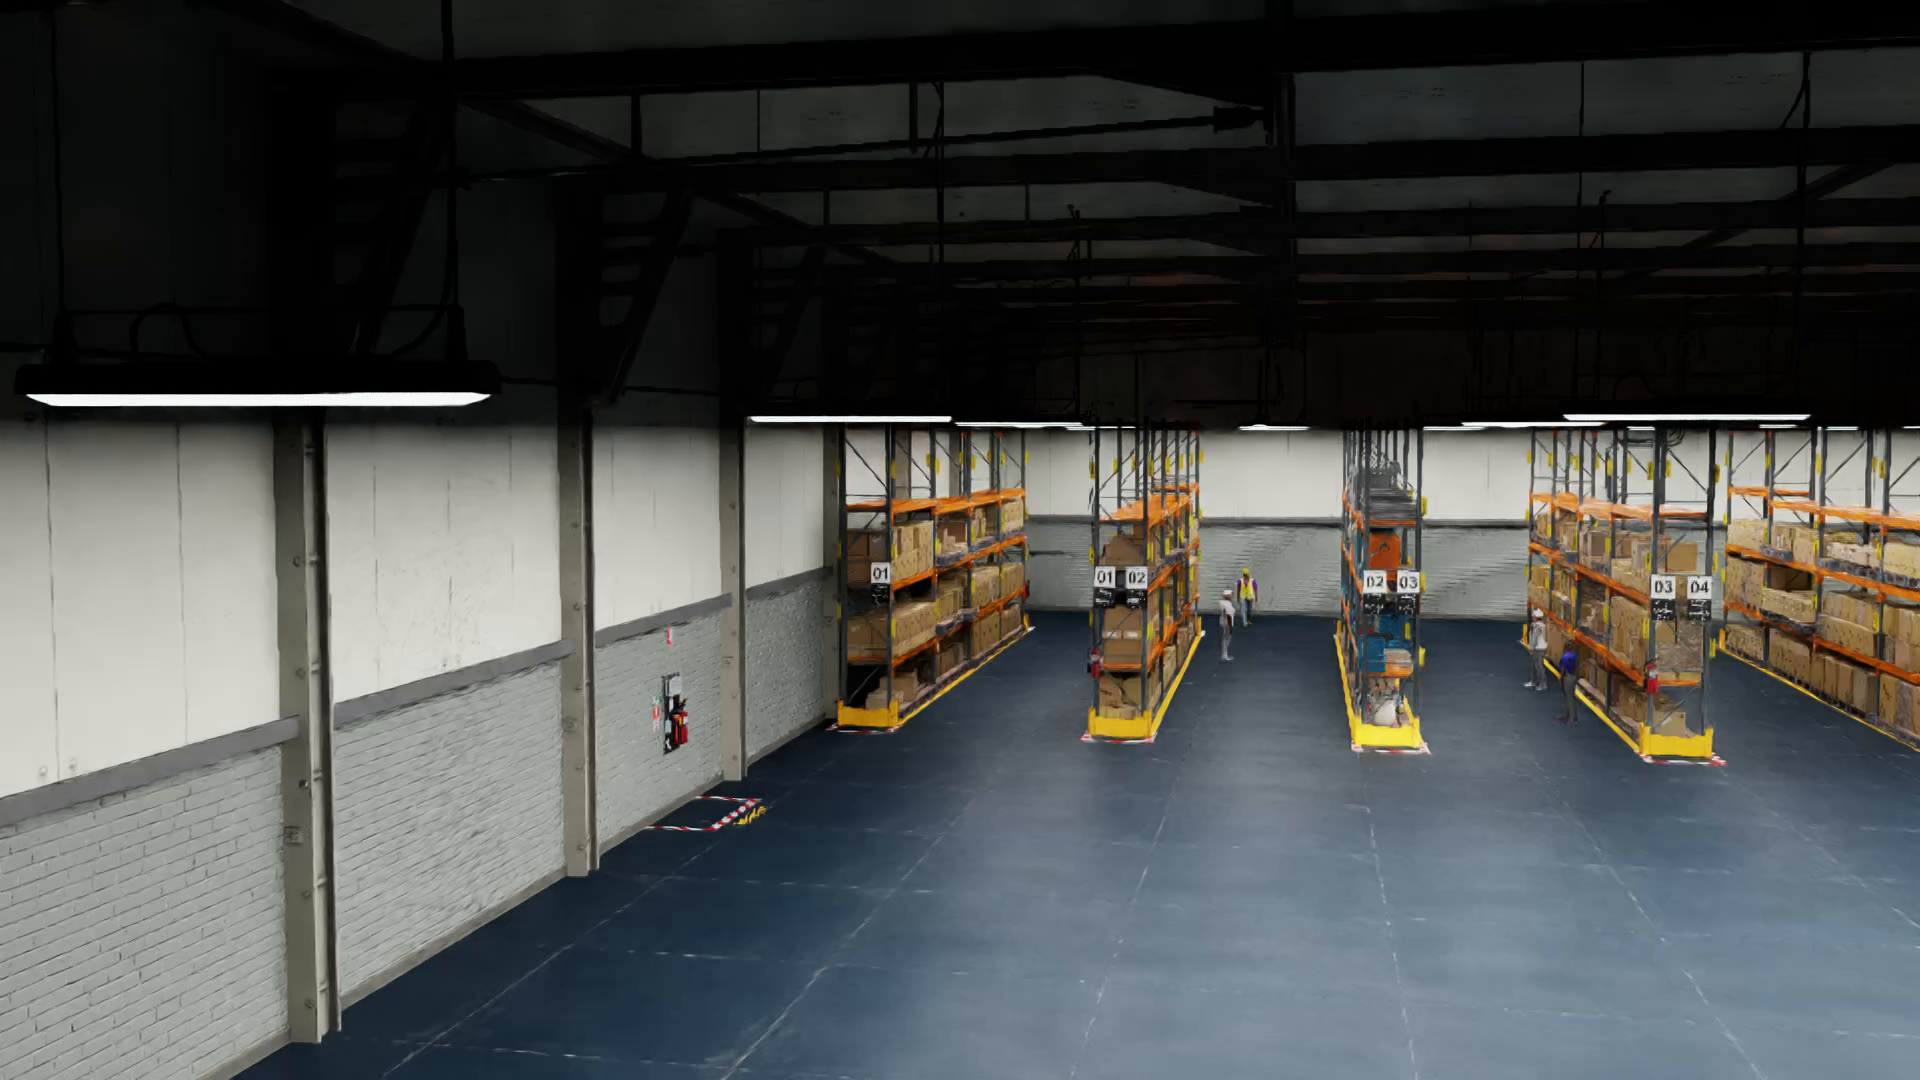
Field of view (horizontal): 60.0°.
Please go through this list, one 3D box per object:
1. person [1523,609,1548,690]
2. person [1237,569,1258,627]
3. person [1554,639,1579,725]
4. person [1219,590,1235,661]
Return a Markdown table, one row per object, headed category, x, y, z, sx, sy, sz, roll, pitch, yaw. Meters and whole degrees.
| category | x | y | z | sx | sy | sz | roll | pitch | yaw |
| --- | --- | --- | --- | --- | --- | --- | --- | --- | --- |
| person | 12.824 | 2.421 | 37.019 | 0.586 | 1.768 | 0.638 | 2 | 4 | 30 |
| person | 8.460 | 1.692 | 48.957 | 0.589 | 1.716 | 1.043 | 1 | 4 | 10 |
| person | 11.893 | 2.793 | 32.606 | 0.538 | 1.600 | 0.574 | 3 | 5 | 40 |
| person | 6.697 | 2.120 | 41.607 | 0.400 | 1.769 | 0.674 | 0 | 4 | -7 |
